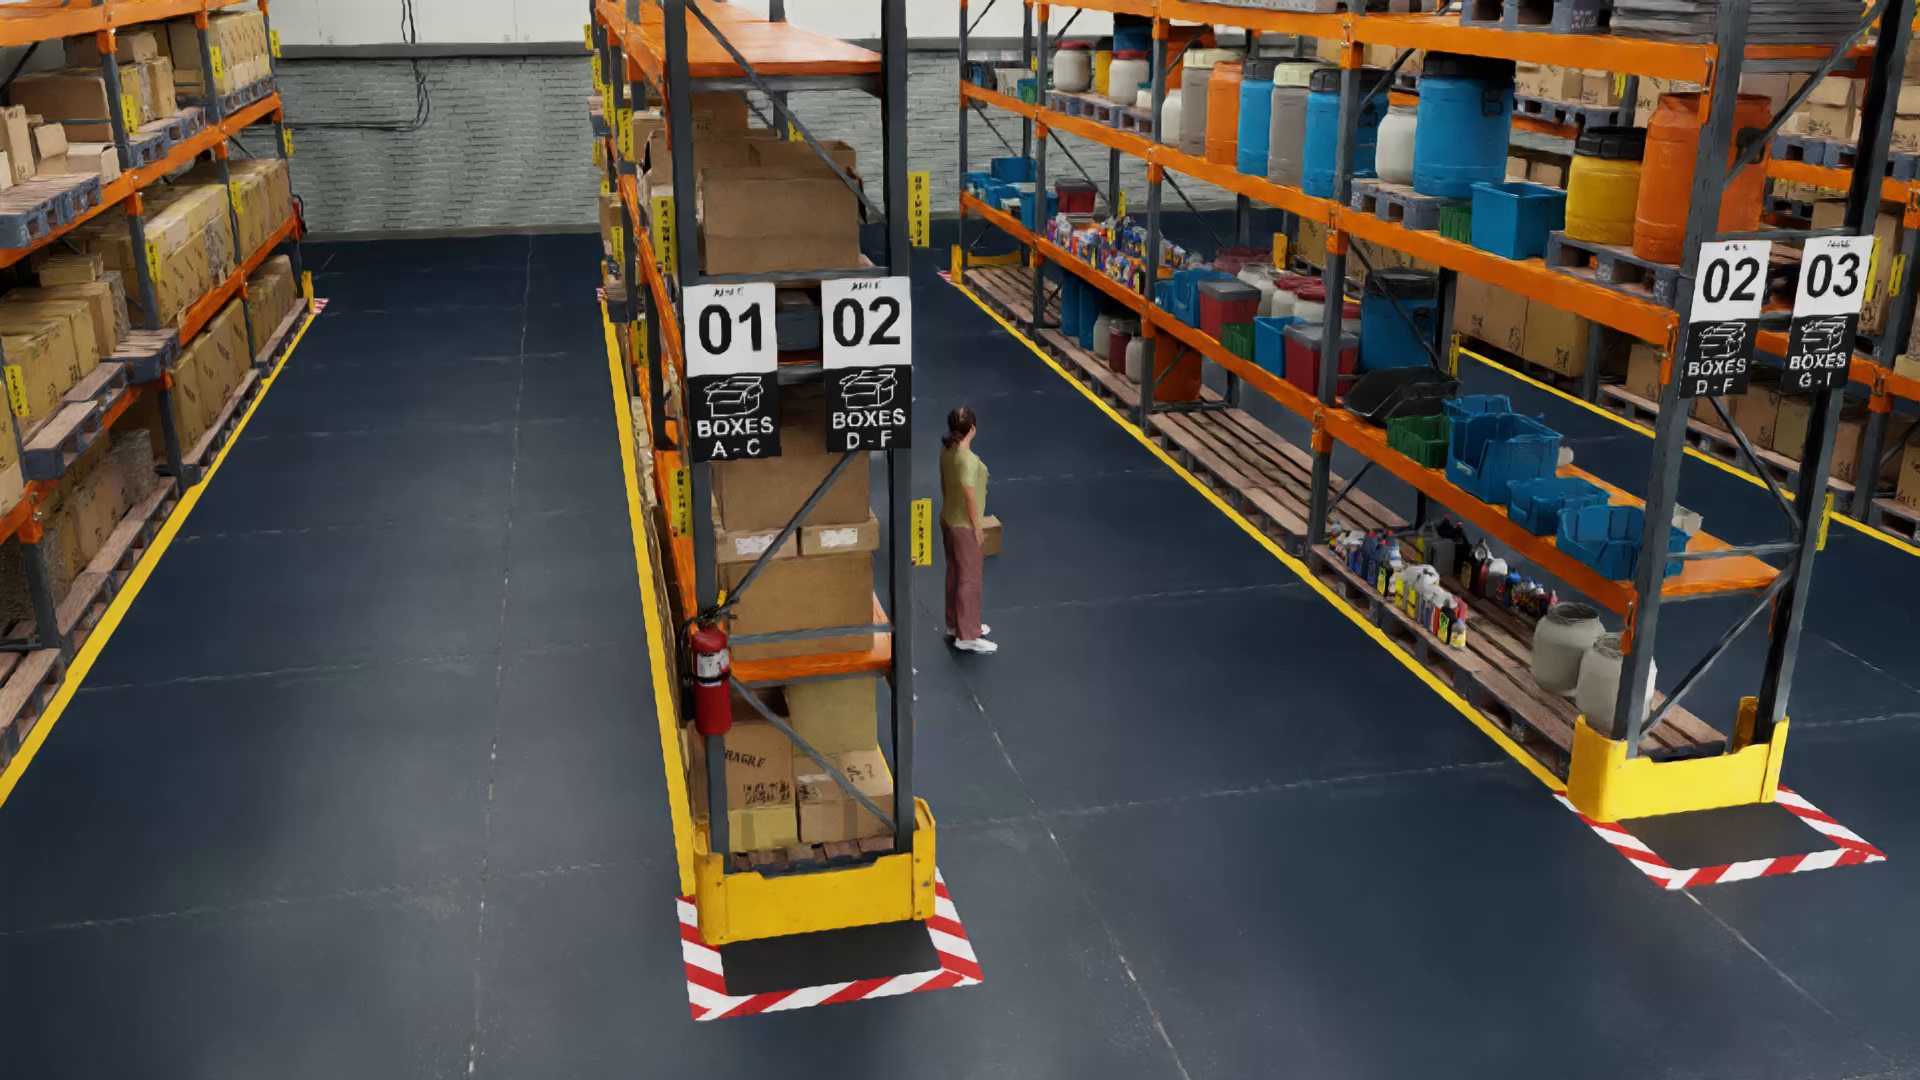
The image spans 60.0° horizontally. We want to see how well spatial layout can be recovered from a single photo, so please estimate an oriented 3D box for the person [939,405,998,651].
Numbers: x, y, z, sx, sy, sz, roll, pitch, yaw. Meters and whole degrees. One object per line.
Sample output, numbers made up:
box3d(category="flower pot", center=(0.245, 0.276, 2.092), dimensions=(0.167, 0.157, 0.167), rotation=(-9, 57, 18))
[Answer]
box3d(category="person", center=(0.045, -0.084, 11.307), dimensions=(0.390, 1.708, 0.484), rotation=(-9, 21, -23))
